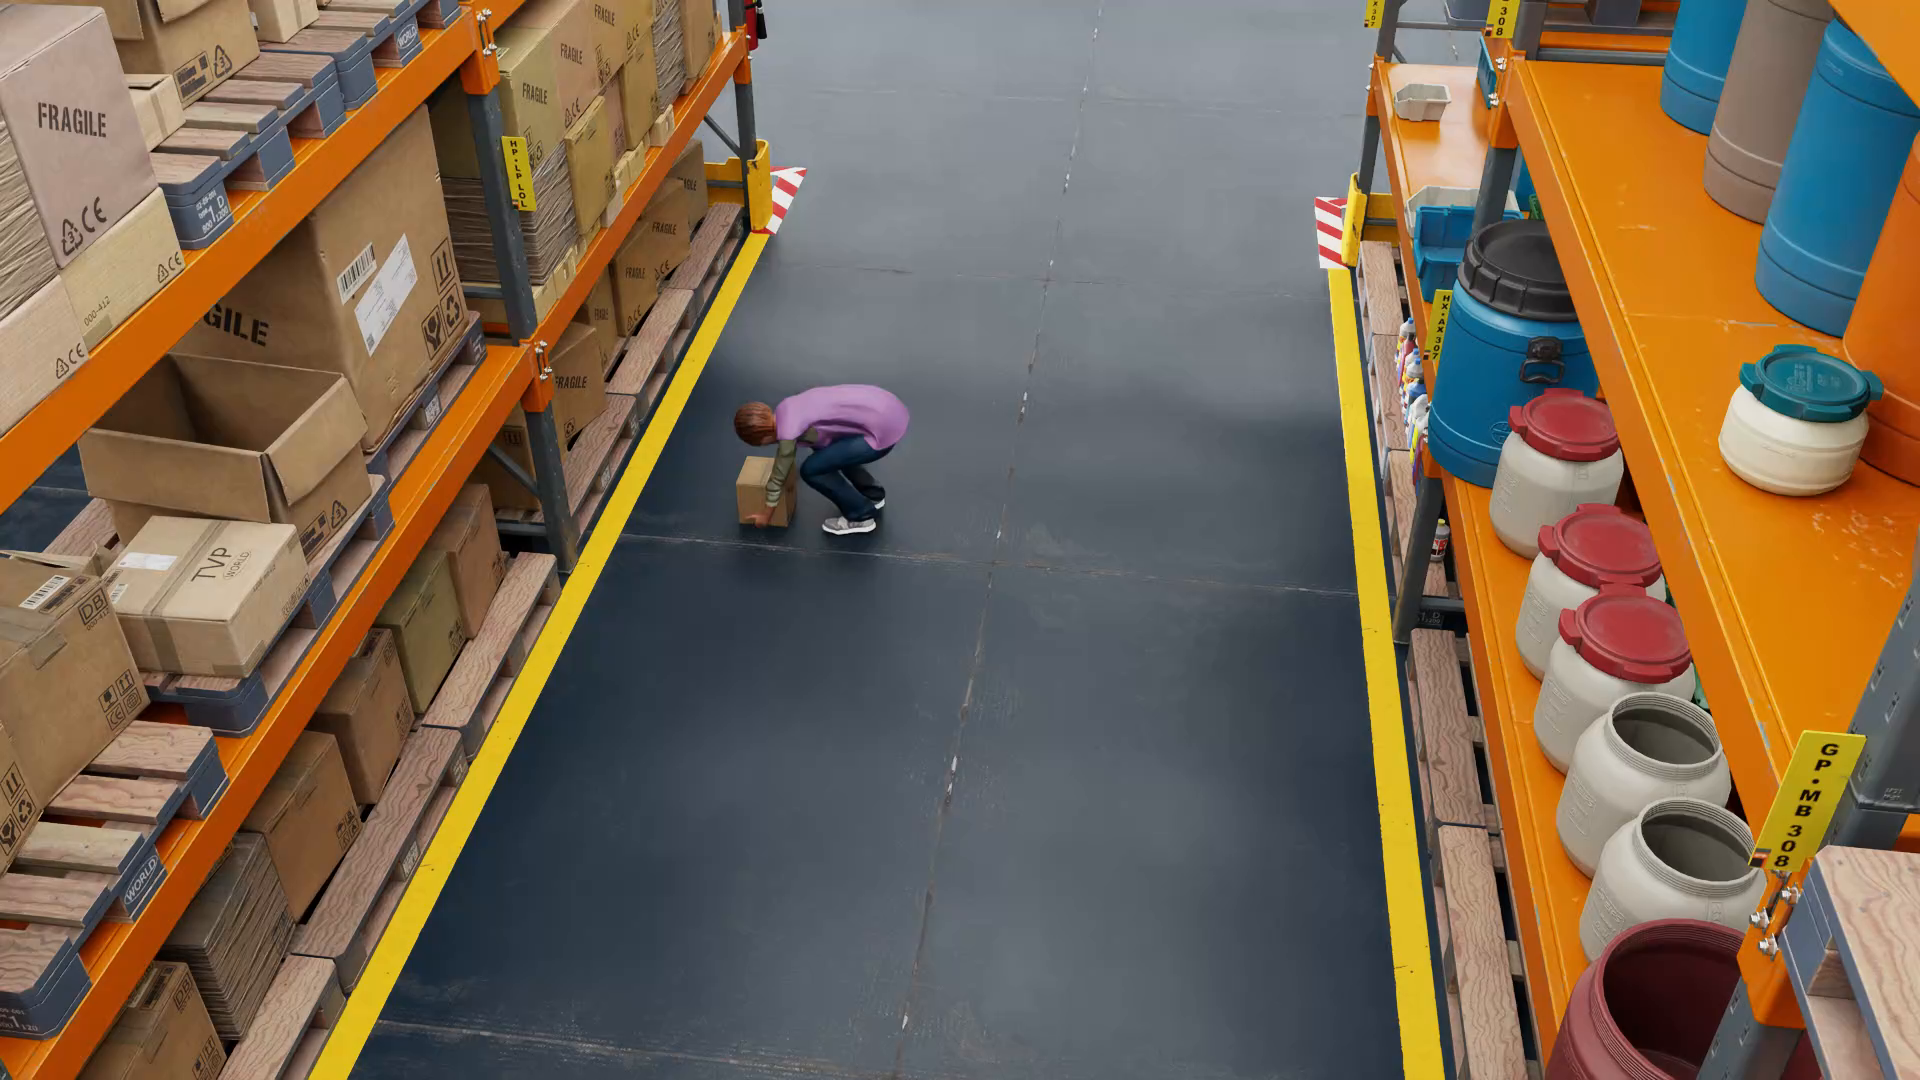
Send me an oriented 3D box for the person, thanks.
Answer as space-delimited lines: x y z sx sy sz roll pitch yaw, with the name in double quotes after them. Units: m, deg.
-0.686 -0.418 8.327 0.871 0.779 0.430 3 37 4 "person"
